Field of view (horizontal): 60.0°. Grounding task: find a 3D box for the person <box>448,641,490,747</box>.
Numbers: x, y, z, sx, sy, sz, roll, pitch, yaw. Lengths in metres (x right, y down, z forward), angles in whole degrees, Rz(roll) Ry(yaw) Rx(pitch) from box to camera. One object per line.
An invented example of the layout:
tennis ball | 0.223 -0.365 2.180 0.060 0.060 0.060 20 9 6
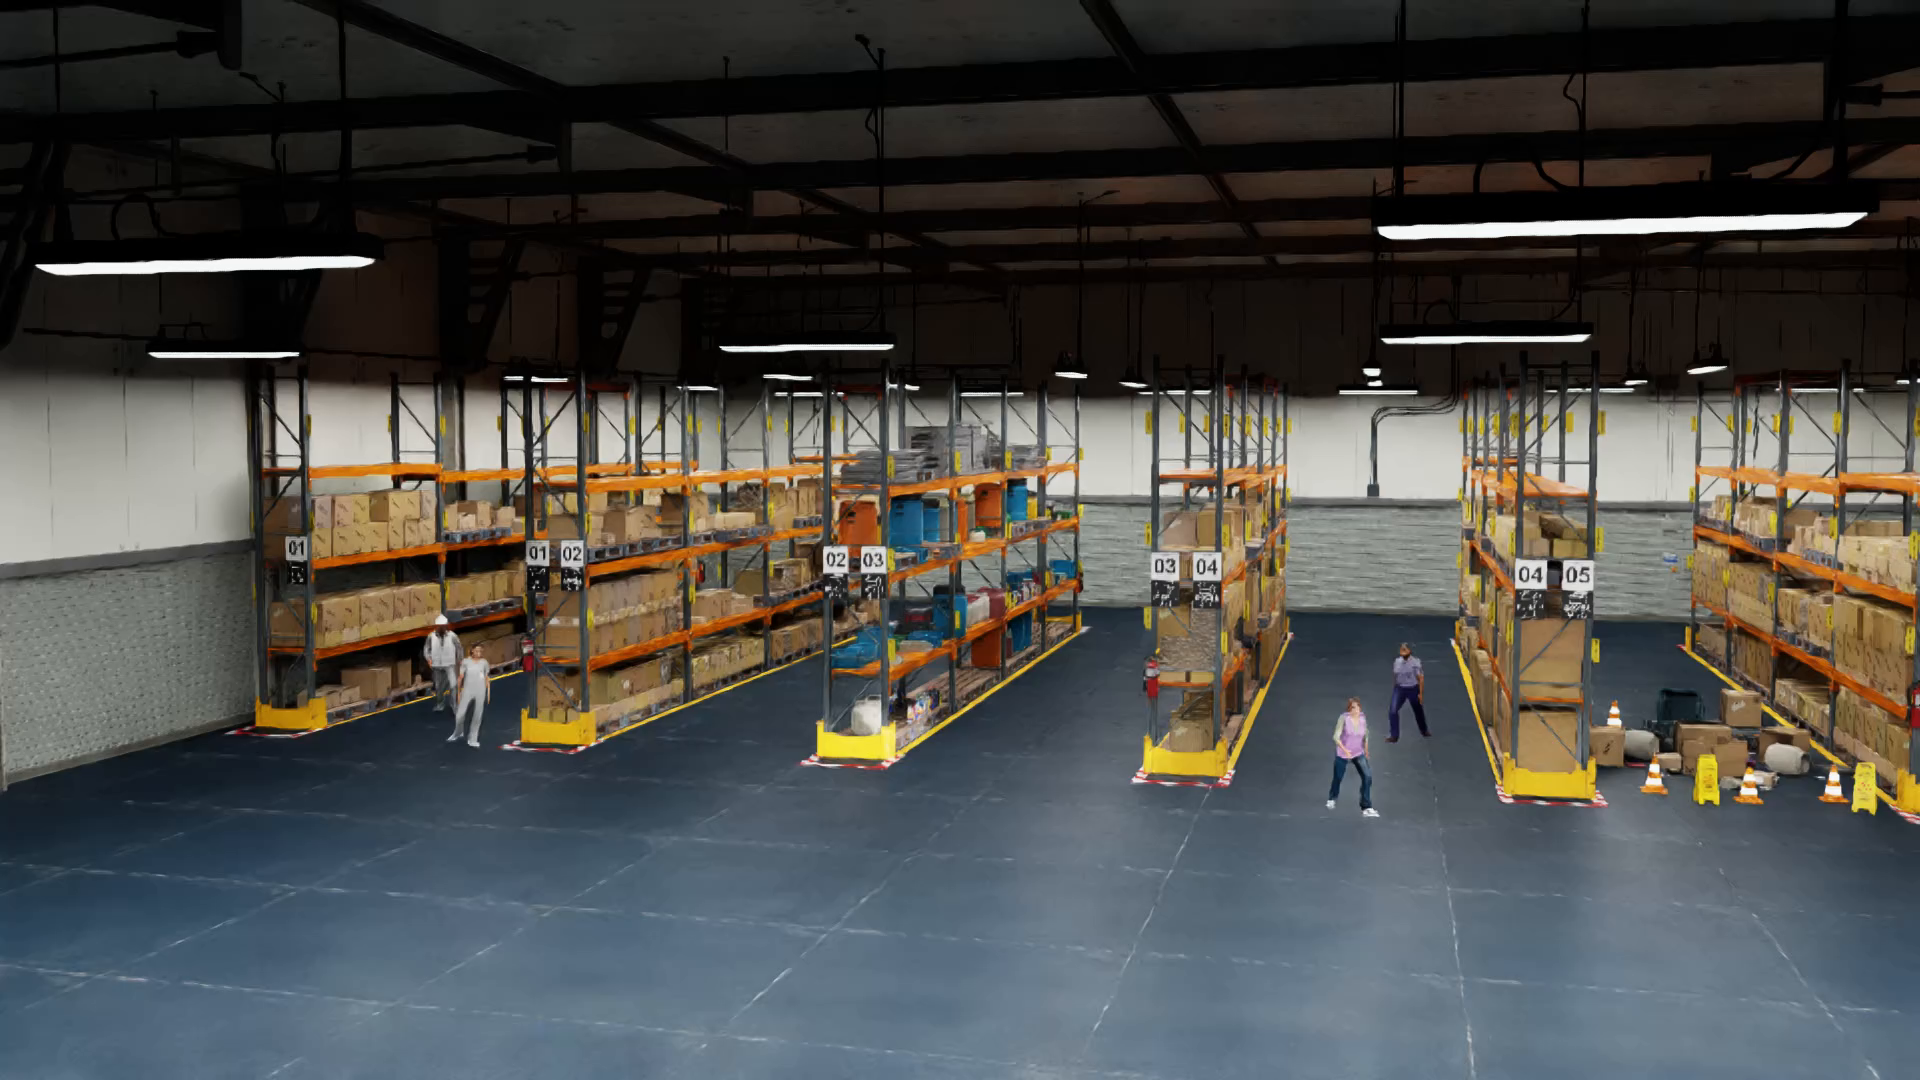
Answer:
person | -7.667 2.392 25.936 0.642 1.657 0.499 -2 4 -23

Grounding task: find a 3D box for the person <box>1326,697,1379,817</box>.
person | 5.036 2.749 21.415 0.561 1.525 0.788 0 4 -4

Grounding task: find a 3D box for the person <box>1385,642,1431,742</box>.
person | 7.123 2.398 26.341 0.534 1.569 0.938 3 5 35

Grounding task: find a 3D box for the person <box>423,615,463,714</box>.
person | -8.961 2.146 28.850 0.654 1.717 0.765 -1 4 -8
